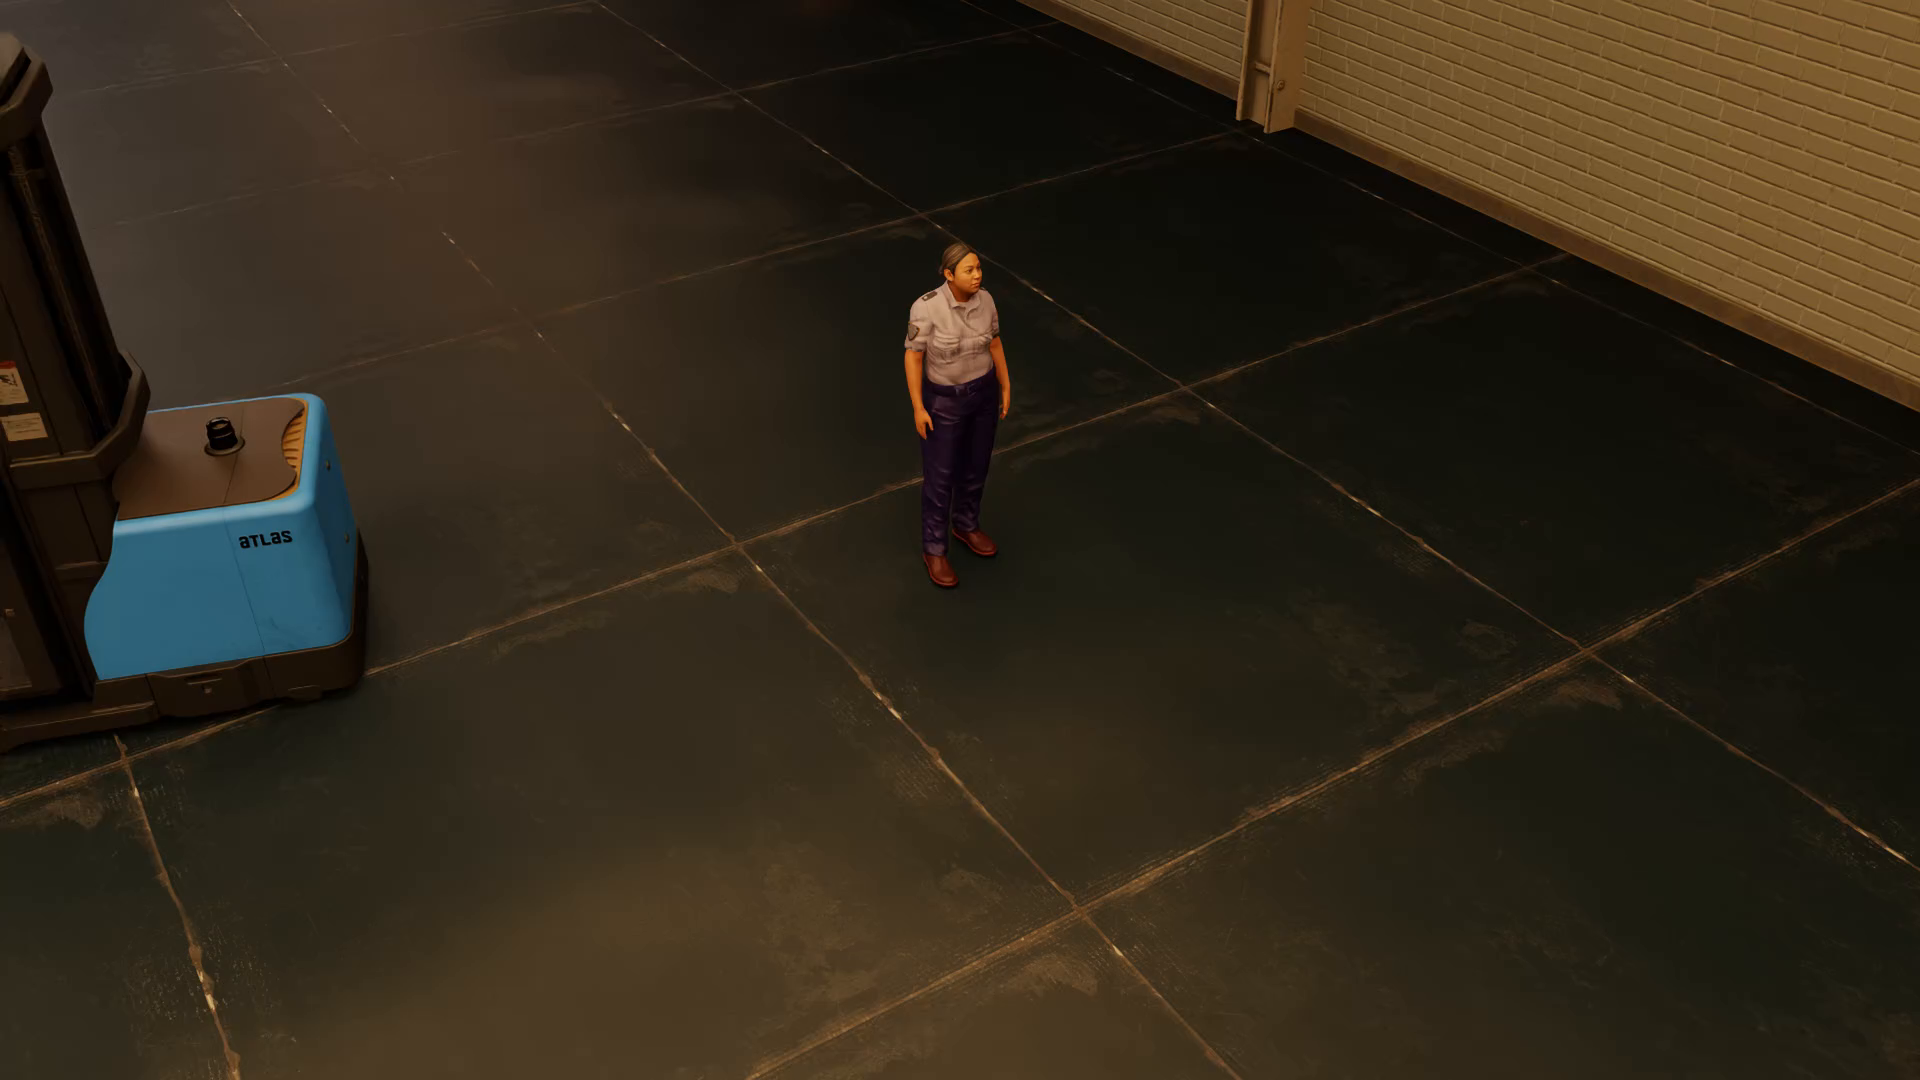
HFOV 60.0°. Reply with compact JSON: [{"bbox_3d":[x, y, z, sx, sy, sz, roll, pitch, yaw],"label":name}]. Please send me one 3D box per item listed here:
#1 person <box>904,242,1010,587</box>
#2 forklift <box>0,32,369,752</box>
[{"bbox_3d":[0.030,-0.629,8.147,0.598,1.651,0.502,-21,40,-27],"label":"person"},{"bbox_3d":[-4.336,-0.547,6.927,3.031,2.935,1.130,-9,36,-12],"label":"forklift"}]
